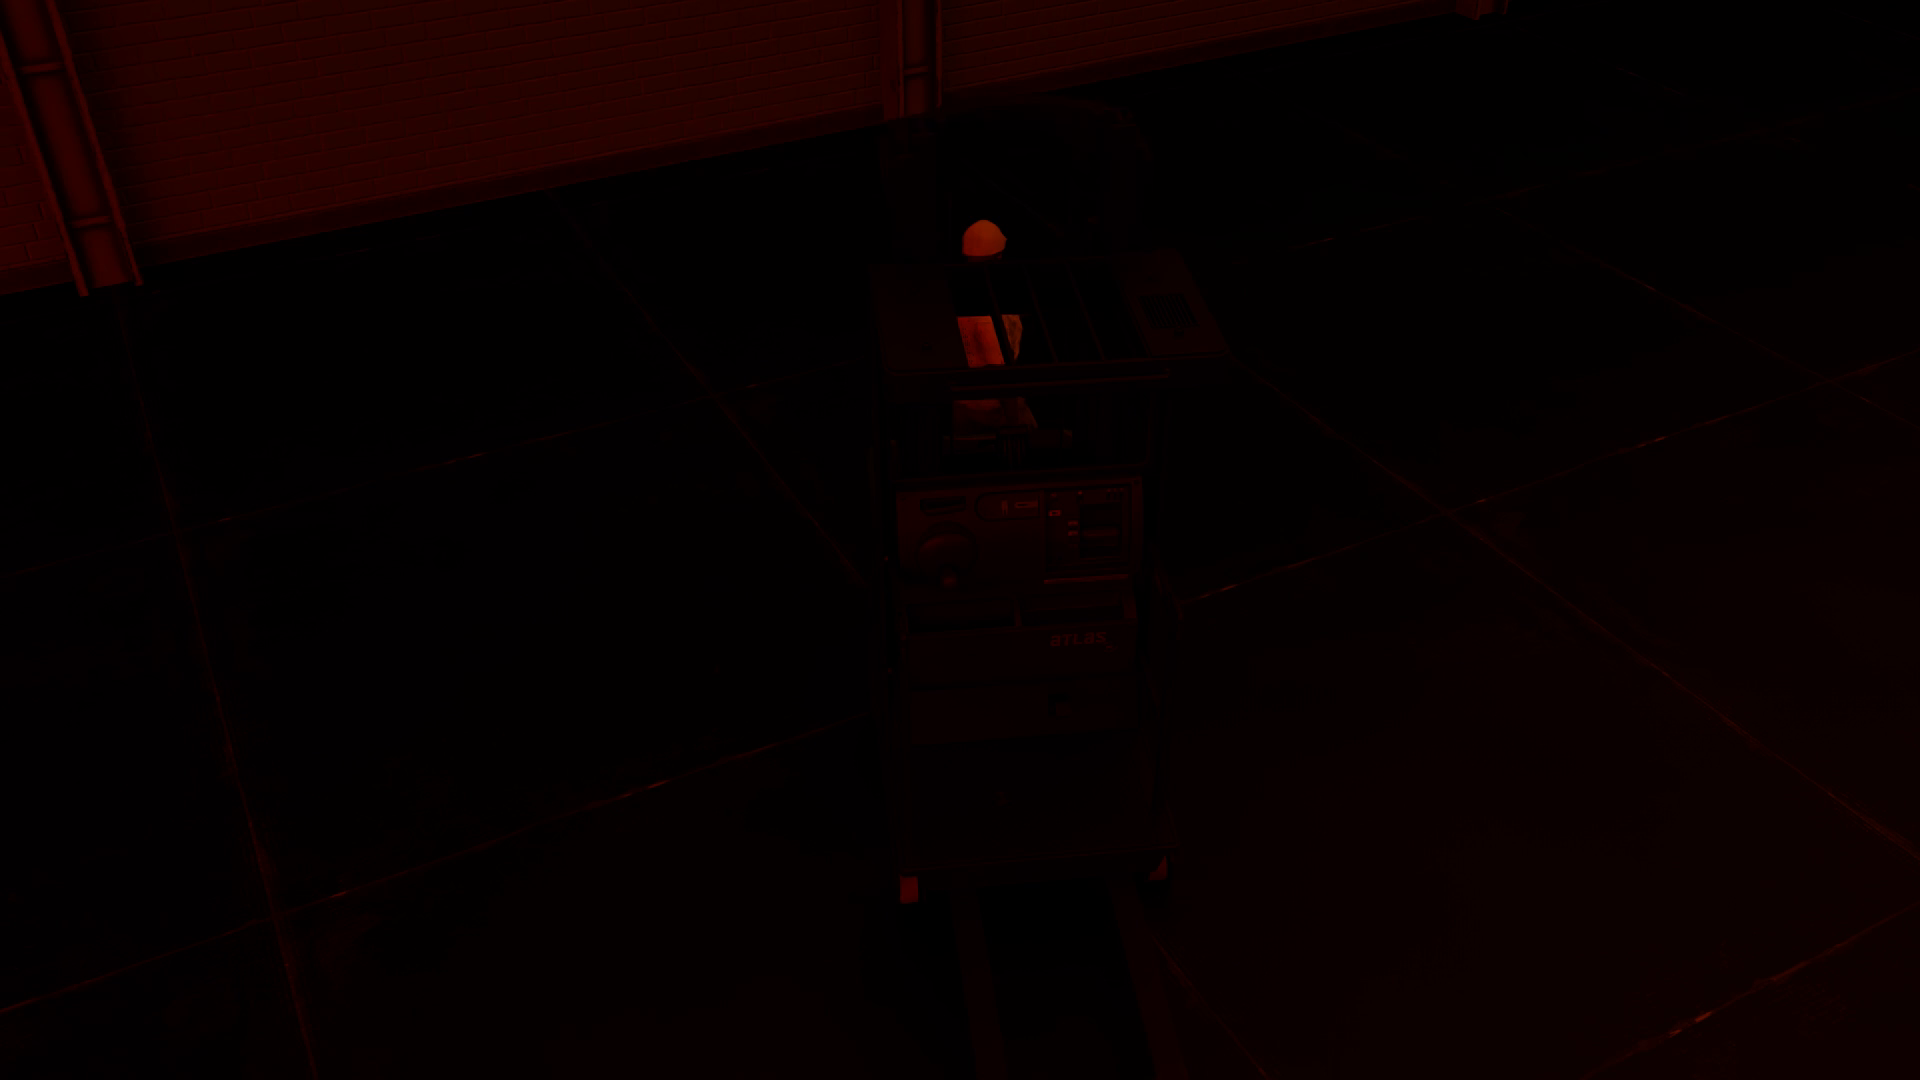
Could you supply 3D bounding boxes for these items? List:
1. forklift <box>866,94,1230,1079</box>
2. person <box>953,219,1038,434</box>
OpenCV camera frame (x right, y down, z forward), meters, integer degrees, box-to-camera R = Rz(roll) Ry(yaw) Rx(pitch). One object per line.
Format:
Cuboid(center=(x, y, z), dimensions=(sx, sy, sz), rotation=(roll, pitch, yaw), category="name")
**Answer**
Cuboid(center=(0.256, 0.035, 6.074), dimensions=(1.130, 2.935, 3.031), rotation=(-4, 35, -6), category="forklift")
Cuboid(center=(0.193, -0.772, 8.266), dimensions=(0.702, 1.740, 0.708), rotation=(-20, 40, -26), category="person")
